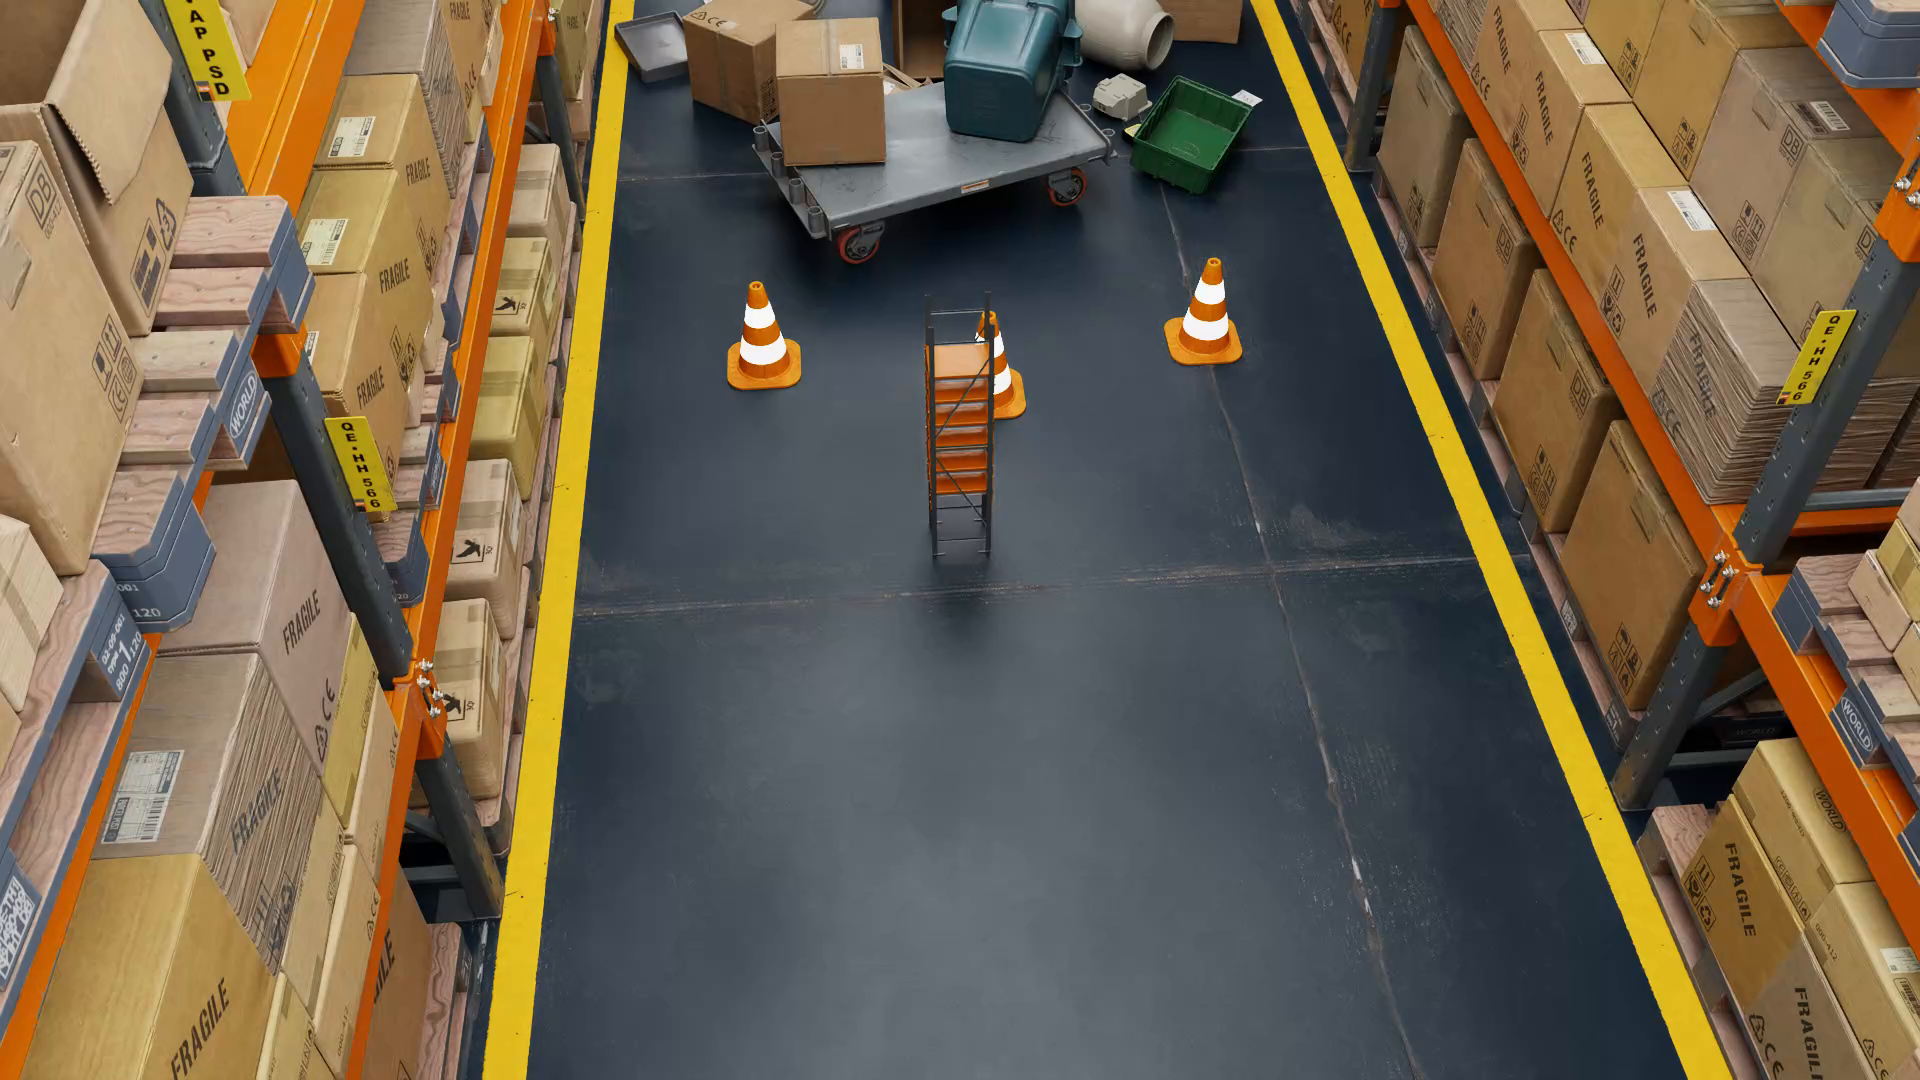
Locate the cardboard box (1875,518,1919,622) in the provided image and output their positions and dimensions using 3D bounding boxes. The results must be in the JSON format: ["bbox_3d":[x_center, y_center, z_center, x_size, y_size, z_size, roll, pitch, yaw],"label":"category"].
[{"bbox_3d":[2.701,0.074,4.429,0.380,0.149,0.250,-2,47,-2],"label":"cardboard box"}]

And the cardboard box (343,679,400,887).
[{"bbox_3d":[-1.763,0.648,4.310,0.500,0.250,0.500,-5,47,-5],"label":"cardboard box"}]

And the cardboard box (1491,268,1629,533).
[{"bbox_3d":[2.823,-0.577,6.627,1.050,0.750,0.750,-3,47,-3],"label":"cardboard box"}]

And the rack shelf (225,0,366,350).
[{"bbox_3d":[-2.231,-1.984,5.130,1.077,0.370,4.000,-3,47,-3],"label":"rack shelf"}]

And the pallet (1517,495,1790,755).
[{"bbox_3d":[2.870,0.257,6.498,1.003,0.211,1.213,-3,47,-3],"label":"pallet"}]

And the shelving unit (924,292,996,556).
[{"bbox_3d":[-0.001,-0.423,6.461,0.258,1.200,0.189,-3,47,-3],"label":"shelving unit"}]

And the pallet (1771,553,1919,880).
[{"bbox_3d":[3.026,0.448,4.529,1.213,0.211,1.003,-3,47,-3],"label":"pallet"}]

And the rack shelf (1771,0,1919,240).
[{"bbox_3d":[2.693,-2.358,5.484,1.077,0.370,4.000,-3,47,-3],"label":"rack shelf"}]

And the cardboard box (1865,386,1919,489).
[{"bbox_3d":[3.092,-0.503,5.228,0.500,0.500,0.500,-3,47,-3],"label":"cardboard box"}]

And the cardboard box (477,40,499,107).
[{"bbox_3d":[-1.994,-1.790,6.399,0.380,0.149,0.250,-3,47,-3],"label":"cardboard box"}]

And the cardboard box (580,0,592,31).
[{"bbox_3d":[-2.235,-2.934,8.687,0.500,0.500,0.500,-2,47,-2],"label":"cardboard box"}]

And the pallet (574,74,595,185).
[{"bbox_3d":[-2.490,-2.172,8.798,1.003,0.211,1.213,-3,47,-3],"label":"pallet"}]

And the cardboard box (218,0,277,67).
[{"bbox_3d":[-2.133,-1.506,4.112,0.700,0.500,0.500,-3,47,-3],"label":"cardboard box"}]

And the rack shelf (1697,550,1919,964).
[{"bbox_3d":[3.028,1.567,3.832,1.077,0.370,4.000,-3,47,-3],"label":"rack shelf"}]

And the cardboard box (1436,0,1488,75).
[{"bbox_3d":[2.345,-2.294,6.924,0.500,0.500,0.500,-3,47,-3],"label":"cardboard box"}]

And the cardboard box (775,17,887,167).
[{"bbox_3d":[-0.627,-2.178,8.083,0.500,0.500,0.500,-3,47,-3],"label":"cardboard box"}]

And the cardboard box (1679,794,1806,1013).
[{"bbox_3d":[2.666,1.115,5.197,0.500,0.500,0.500,-5,47,-5],"label":"cardboard box"}]

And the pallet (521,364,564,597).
[{"bbox_3d":[-2.227,-0.241,6.969,1.003,0.211,1.213,-3,47,-3],"label":"pallet"}]

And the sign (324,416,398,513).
[{"bbox_3d":[-1.511,-0.188,4.201,0.100,0.325,0.005,-3,47,-3],"label":"sign"}]

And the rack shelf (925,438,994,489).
[{"bbox_3d":[-0.001,-0.310,6.580,0.258,0.103,0.180,-3,47,-3],"label":"rack shelf"}]

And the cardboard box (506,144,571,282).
[{"bbox_3d":[-2.352,-1.509,7.770,0.950,0.372,0.625,-3,47,-3],"label":"cardboard box"}]

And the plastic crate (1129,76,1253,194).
[{"bbox_3d":[1.206,-2.120,8.726,0.450,0.188,0.662,25,51,9],"label":"plastic crate"}]

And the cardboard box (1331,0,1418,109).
[{"bbox_3d":[2.543,-2.894,8.736,0.875,0.875,0.875,-3,47,-3],"label":"cardboard box"}]

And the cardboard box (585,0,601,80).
[{"bbox_3d":[-2.235,-2.675,8.959,0.500,0.250,0.500,-1,47,-1],"label":"cardboard box"}]

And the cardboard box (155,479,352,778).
[{"bbox_3d":[-1.760,0.227,3.848,0.500,0.500,0.500,-5,47,-4],"label":"cardboard box"}]

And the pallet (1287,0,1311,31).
[{"bbox_3d":[2.435,-3.502,10.058,1.003,0.211,1.213,-3,47,-3],"label":"pallet"}]

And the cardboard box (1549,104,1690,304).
[{"bbox_3d":[2.473,-1.194,5.882,0.500,0.500,0.500,-4,47,-4],"label":"cardboard box"}]

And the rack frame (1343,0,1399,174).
[{"bbox_3d":[2.526,-3.021,7.682,1.000,3.000,0.127,-3,47,-3],"label":"rack frame"}]

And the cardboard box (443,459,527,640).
[{"bbox_3d":[-2.171,0.063,6.281,0.950,0.372,0.625,-4,47,-4],"label":"cardboard box"}]

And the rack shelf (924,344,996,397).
[{"bbox_3d":[-0.001,-0.640,6.232,0.258,0.103,0.180,-3,47,-3],"label":"rack shelf"}]

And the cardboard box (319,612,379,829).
[{"bbox_3d":[-1.770,0.461,4.143,0.500,0.250,0.500,-4,47,-3],"label":"cardboard box"}]

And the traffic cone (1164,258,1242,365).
[{"bbox_3d":[1.133,-1.087,7.597,0.336,0.463,0.334,-3,47,-3],"label":"traffic cone"}]

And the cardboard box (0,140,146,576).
[{"bbox_3d":[-1.791,-0.259,2.642,0.700,0.500,0.500,-6,47,-5],"label":"cardboard box"}]

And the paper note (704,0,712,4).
[{"bbox_3d":[-1.443,-3.207,9.903,0.142,0.019,0.148,-19,49,-17],"label":"paper note"}]

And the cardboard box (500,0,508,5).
[{"bbox_3d":[-2.080,-2.350,6.930,0.380,0.149,0.250,-3,47,-3],"label":"cardboard box"}]

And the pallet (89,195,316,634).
[{"bbox_3d":[-1.957,-0.257,3.128,1.213,0.211,1.003,-2,47,-1],"label":"pallet"}]

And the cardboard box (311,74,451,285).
[{"bbox_3d":[-1.972,-1.134,5.332,0.500,0.500,0.500,-3,47,-3],"label":"cardboard box"}]

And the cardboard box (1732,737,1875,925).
[{"bbox_3d":[2.677,0.844,4.938,0.500,0.250,0.500,-5,47,-5],"label":"cardboard box"}]

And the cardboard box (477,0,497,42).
[{"bbox_3d":[-2.088,-2.250,6.388,0.500,0.500,0.500,-3,47,-3],"label":"cardboard box"}]

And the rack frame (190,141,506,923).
[{"bbox_3d":[-2.064,0.247,4.587,1.000,3.000,0.127,-3,47,-3],"label":"rack frame"}]

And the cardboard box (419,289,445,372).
[{"bbox_3d":[-1.875,-0.665,5.335,0.380,0.149,0.250,-3,47,-3],"label":"cardboard box"}]

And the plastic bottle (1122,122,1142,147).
[{"bbox_3d":[0.999,-2.119,8.851,0.133,0.061,0.283,-27,52,-23],"label":"plastic bottle"}]

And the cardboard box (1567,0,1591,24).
[{"bbox_3d":[2.660,-2.303,6.244,0.700,0.500,0.500,-3,47,-3],"label":"cardboard box"}]

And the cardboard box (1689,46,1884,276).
[{"bbox_3d":[2.789,-1.197,5.196,0.700,0.500,0.500,-4,47,-4],"label":"cardboard box"}]
